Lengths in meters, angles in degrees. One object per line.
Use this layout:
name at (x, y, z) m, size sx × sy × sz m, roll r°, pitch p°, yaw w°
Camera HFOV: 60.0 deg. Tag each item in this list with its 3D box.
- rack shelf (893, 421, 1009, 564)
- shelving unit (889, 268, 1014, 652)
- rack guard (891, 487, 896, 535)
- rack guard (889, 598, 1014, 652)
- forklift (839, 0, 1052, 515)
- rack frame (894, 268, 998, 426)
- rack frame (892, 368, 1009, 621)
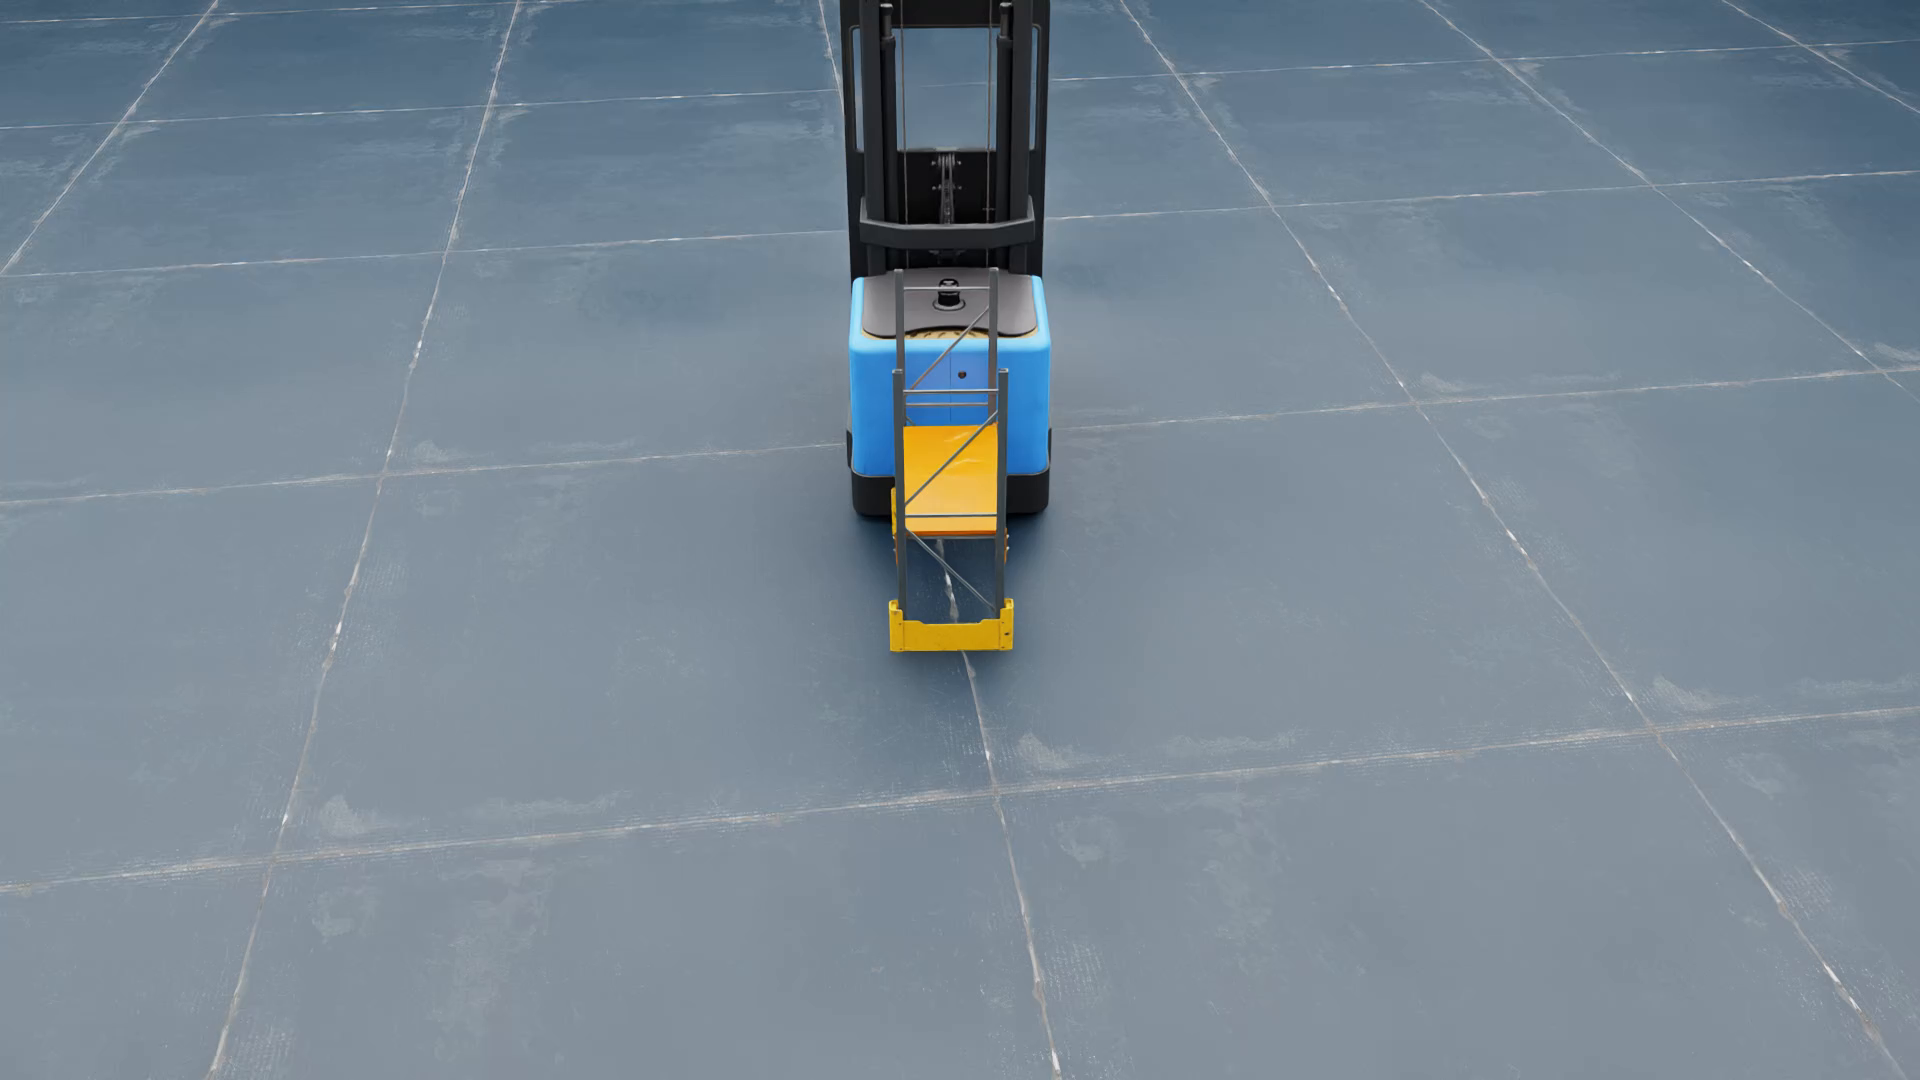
rack shelf at (-0.053, -0.246, 8.099) m, size 0.538 × 0.185 × 1.000 m, roll -1°, pitch 34°, yaw -1°
shelving unit at (-0.053, -0.390, 7.990) m, size 0.587 × 1.500 × 1.083 m, roll -1°, pitch 34°, yaw -1°
rack guard at (-0.065, -0.153, 8.753) m, size 0.587 × 0.250 × 0.087 m, roll -1°, pitch 34°, yaw -1°
rack guard at (-0.041, 0.407, 7.930) m, size 0.587 × 0.250 × 0.087 m, roll -1°, pitch 34°, yaw -1°
forklift at (-0.083, -2.142, 9.291) m, size 1.130 × 2.935 × 3.031 m, roll -1°, pitch 34°, yaw -1°
rack frame at (-0.065, -0.681, 8.417) m, size 0.500 × 1.500 × 0.032 m, roll -1°, pitch 34°, yaw -1°
rack frame at (-0.041, -0.108, 7.577) m, size 0.500 × 1.500 × 0.032 m, roll -1°, pitch 34°, yaw -1°
